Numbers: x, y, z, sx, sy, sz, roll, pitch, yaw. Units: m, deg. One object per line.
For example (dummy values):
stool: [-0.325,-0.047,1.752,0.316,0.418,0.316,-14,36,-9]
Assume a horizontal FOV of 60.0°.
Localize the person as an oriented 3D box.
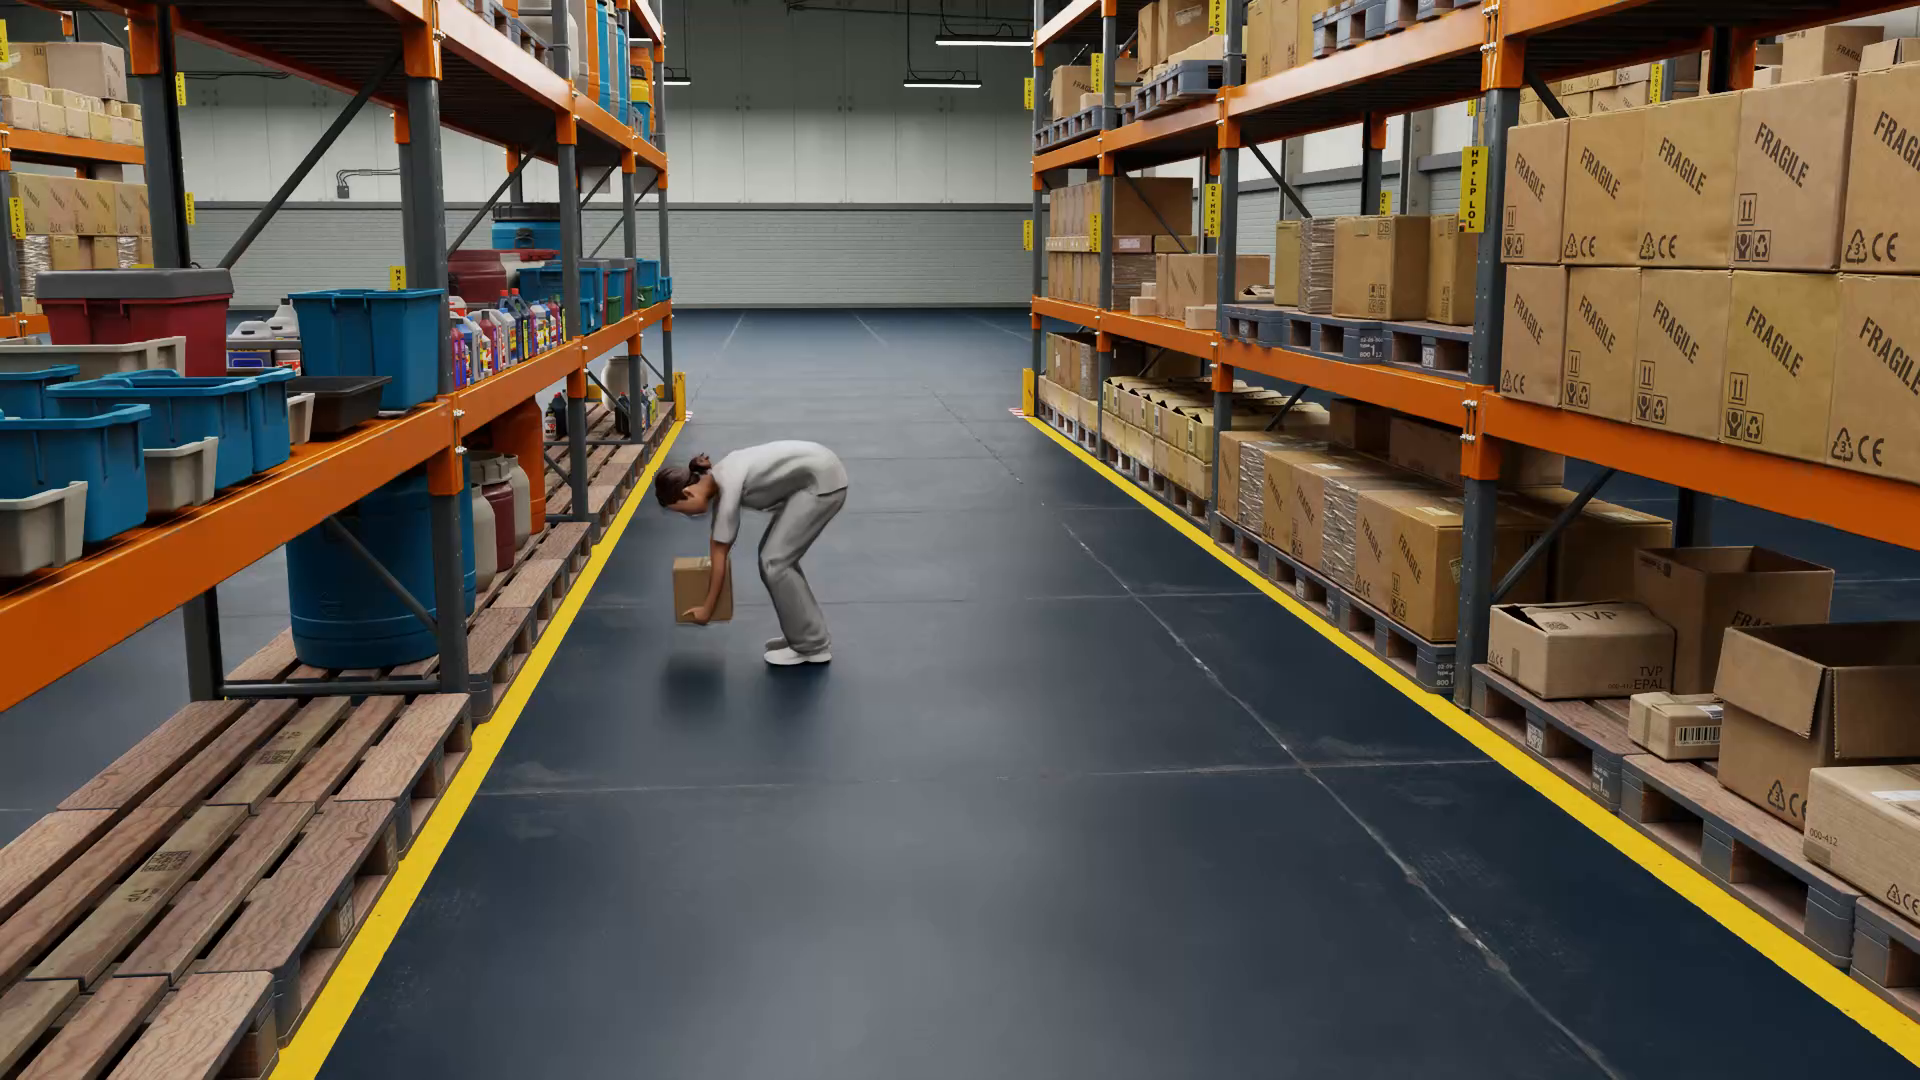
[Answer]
person: [-0.934,0.055,7.538,0.866,0.998,0.446,-2,10,-8]
